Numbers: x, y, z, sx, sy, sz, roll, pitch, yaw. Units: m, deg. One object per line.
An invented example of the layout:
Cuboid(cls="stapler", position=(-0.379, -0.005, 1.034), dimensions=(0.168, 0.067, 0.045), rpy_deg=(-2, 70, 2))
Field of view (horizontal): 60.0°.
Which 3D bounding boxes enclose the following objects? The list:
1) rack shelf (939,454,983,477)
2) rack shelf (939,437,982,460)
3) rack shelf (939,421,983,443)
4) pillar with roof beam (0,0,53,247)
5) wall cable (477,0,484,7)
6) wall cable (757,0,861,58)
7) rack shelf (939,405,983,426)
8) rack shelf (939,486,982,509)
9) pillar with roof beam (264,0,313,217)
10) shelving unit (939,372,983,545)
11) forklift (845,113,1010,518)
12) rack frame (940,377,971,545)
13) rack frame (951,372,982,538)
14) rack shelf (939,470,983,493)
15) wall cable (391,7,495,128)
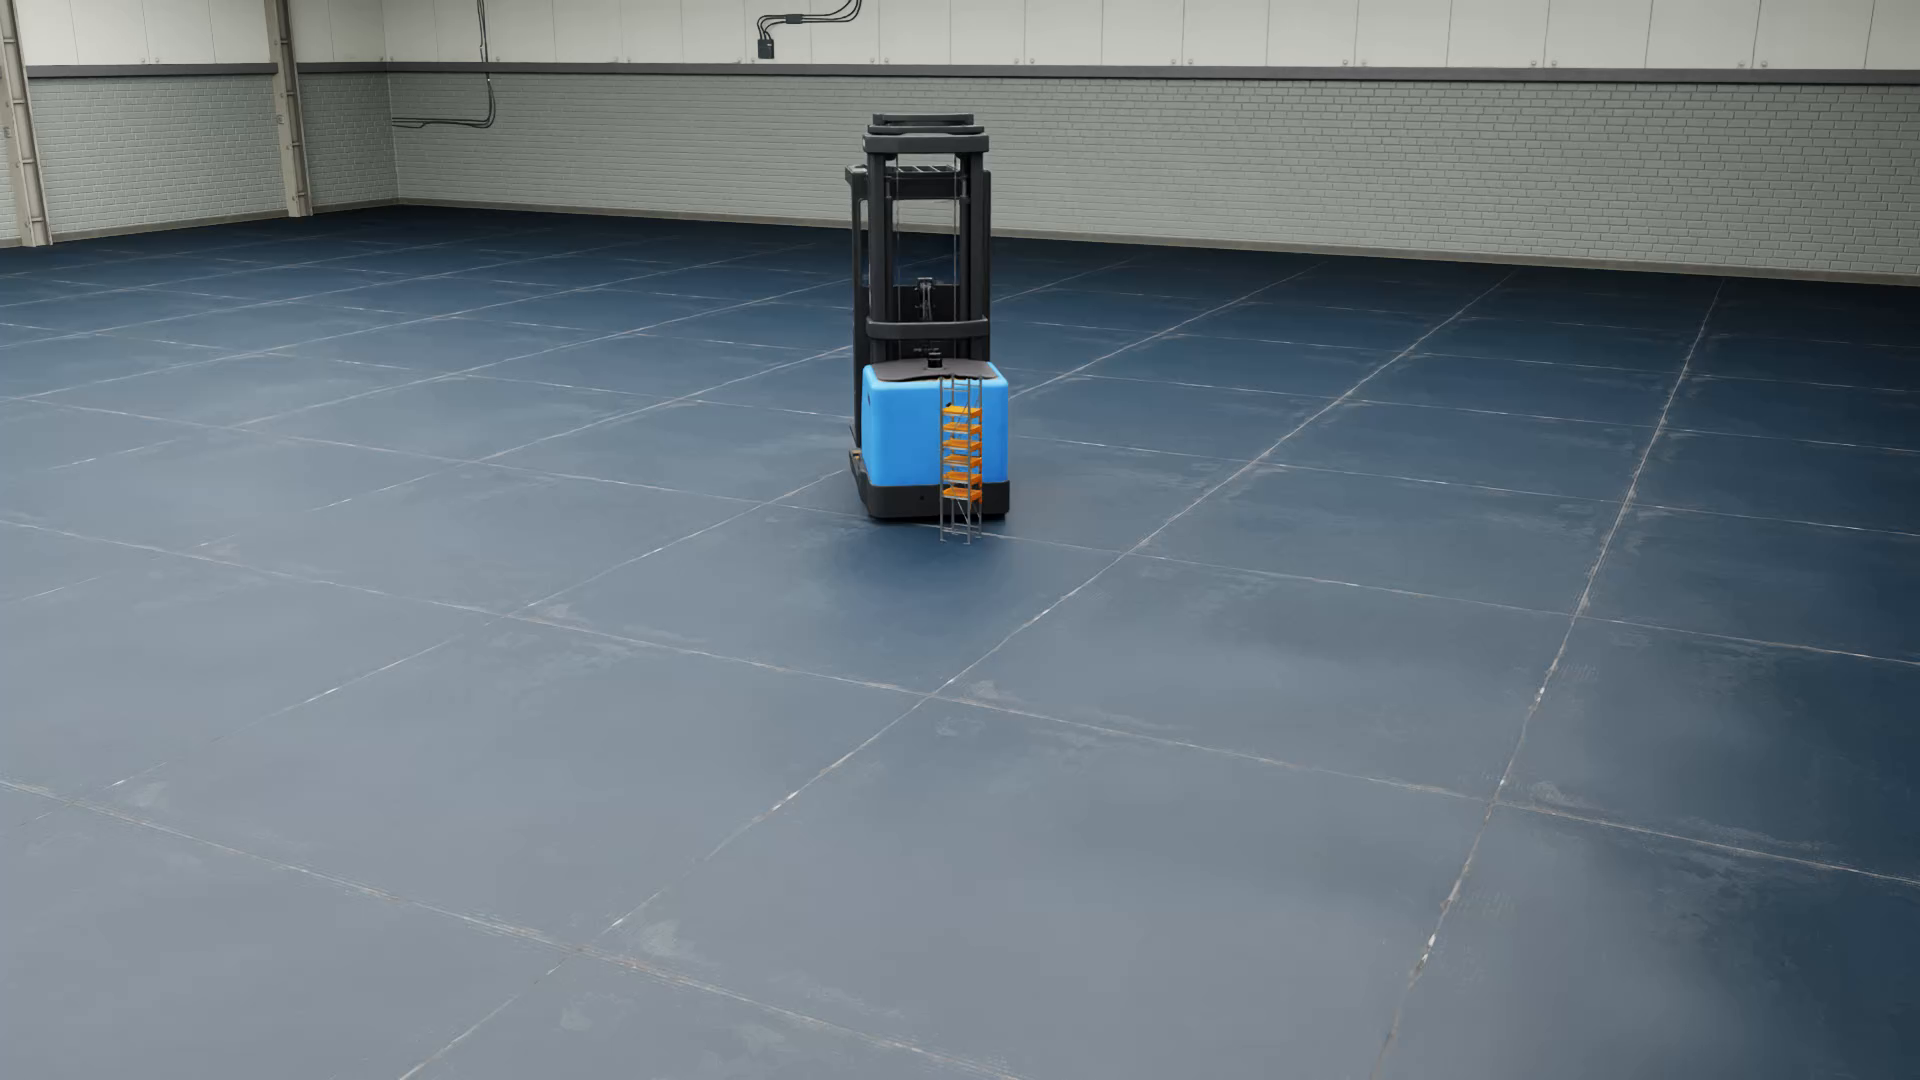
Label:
Cuboid(cls="rack shelf", position=(0.006, -0.536, 11.879), dimensions=(0.258, 0.103, 0.180), rpy_deg=(8, 18, 25))
Cuboid(cls="rack shelf", position=(0.006, -0.651, 11.844), dimensions=(0.258, 0.103, 0.180), rpy_deg=(8, 18, 25))
Cuboid(cls="rack shelf", position=(0.006, -0.766, 11.810), dimensions=(0.258, 0.103, 0.180), rpy_deg=(8, 18, 25))
Cuboid(cls="pillar with roof beam", position=(-12.705, -9.058, 26.717), dimensions=(9.100, 9.000, 0.400), rpy_deg=(8, 18, 25))
Cuboid(cls="wall cable", position=(-8.956, -12.305, 34.231), dimensions=(3.097, 2.526, 0.112), rpy_deg=(8, 18, 25))
Cuboid(cls="wall cable", position=(-2.890, -12.135, 31.102), dimensions=(2.305, 6.003, 0.169), rpy_deg=(8, 18, 25))
Cuboid(cls="rack shelf", position=(0.006, -0.881, 11.776), dimensions=(0.258, 0.103, 0.180), rpy_deg=(8, 18, 25))
Cuboid(cls="rack shelf", position=(0.006, -0.306, 11.947), dimensions=(0.258, 0.103, 0.180), rpy_deg=(8, 18, 25))
Cuboid(cls="pillar with roof beam", position=(-10.024, -10.587, 31.863), dimensions=(9.100, 9.000, 0.400), rpy_deg=(8, 18, 25))
Cuboid(cls="shelving unit", position=(0.006, -0.579, 11.866), dimensions=(0.258, 1.200, 0.189), rpy_deg=(8, 18, 25))
Cuboid(cls="forklift", position=(-0.336, -1.944, 13.422), dimensions=(1.130, 2.935, 3.031), rpy_deg=(-2, 17, -7))
Cuboid(cls="rack frame", position=(-0.034, -0.556, 11.787), dimensions=(0.240, 1.200, 0.006), rpy_deg=(8, 18, 25))
Cuboid(cls="rack frame", position=(0.047, -0.602, 11.944), dimensions=(0.240, 1.200, 0.006), rpy_deg=(8, 18, 25))
Cuboid(cls="rack shelf", position=(0.006, -0.421, 11.913), dimensions=(0.258, 0.103, 0.180), rpy_deg=(8, 18, 25))
Cuboid(cls="wall cable", position=(-11.376, -10.228, 36.109), dimensions=(3.097, 2.526, 0.112), rpy_deg=(8, 18, 25))
